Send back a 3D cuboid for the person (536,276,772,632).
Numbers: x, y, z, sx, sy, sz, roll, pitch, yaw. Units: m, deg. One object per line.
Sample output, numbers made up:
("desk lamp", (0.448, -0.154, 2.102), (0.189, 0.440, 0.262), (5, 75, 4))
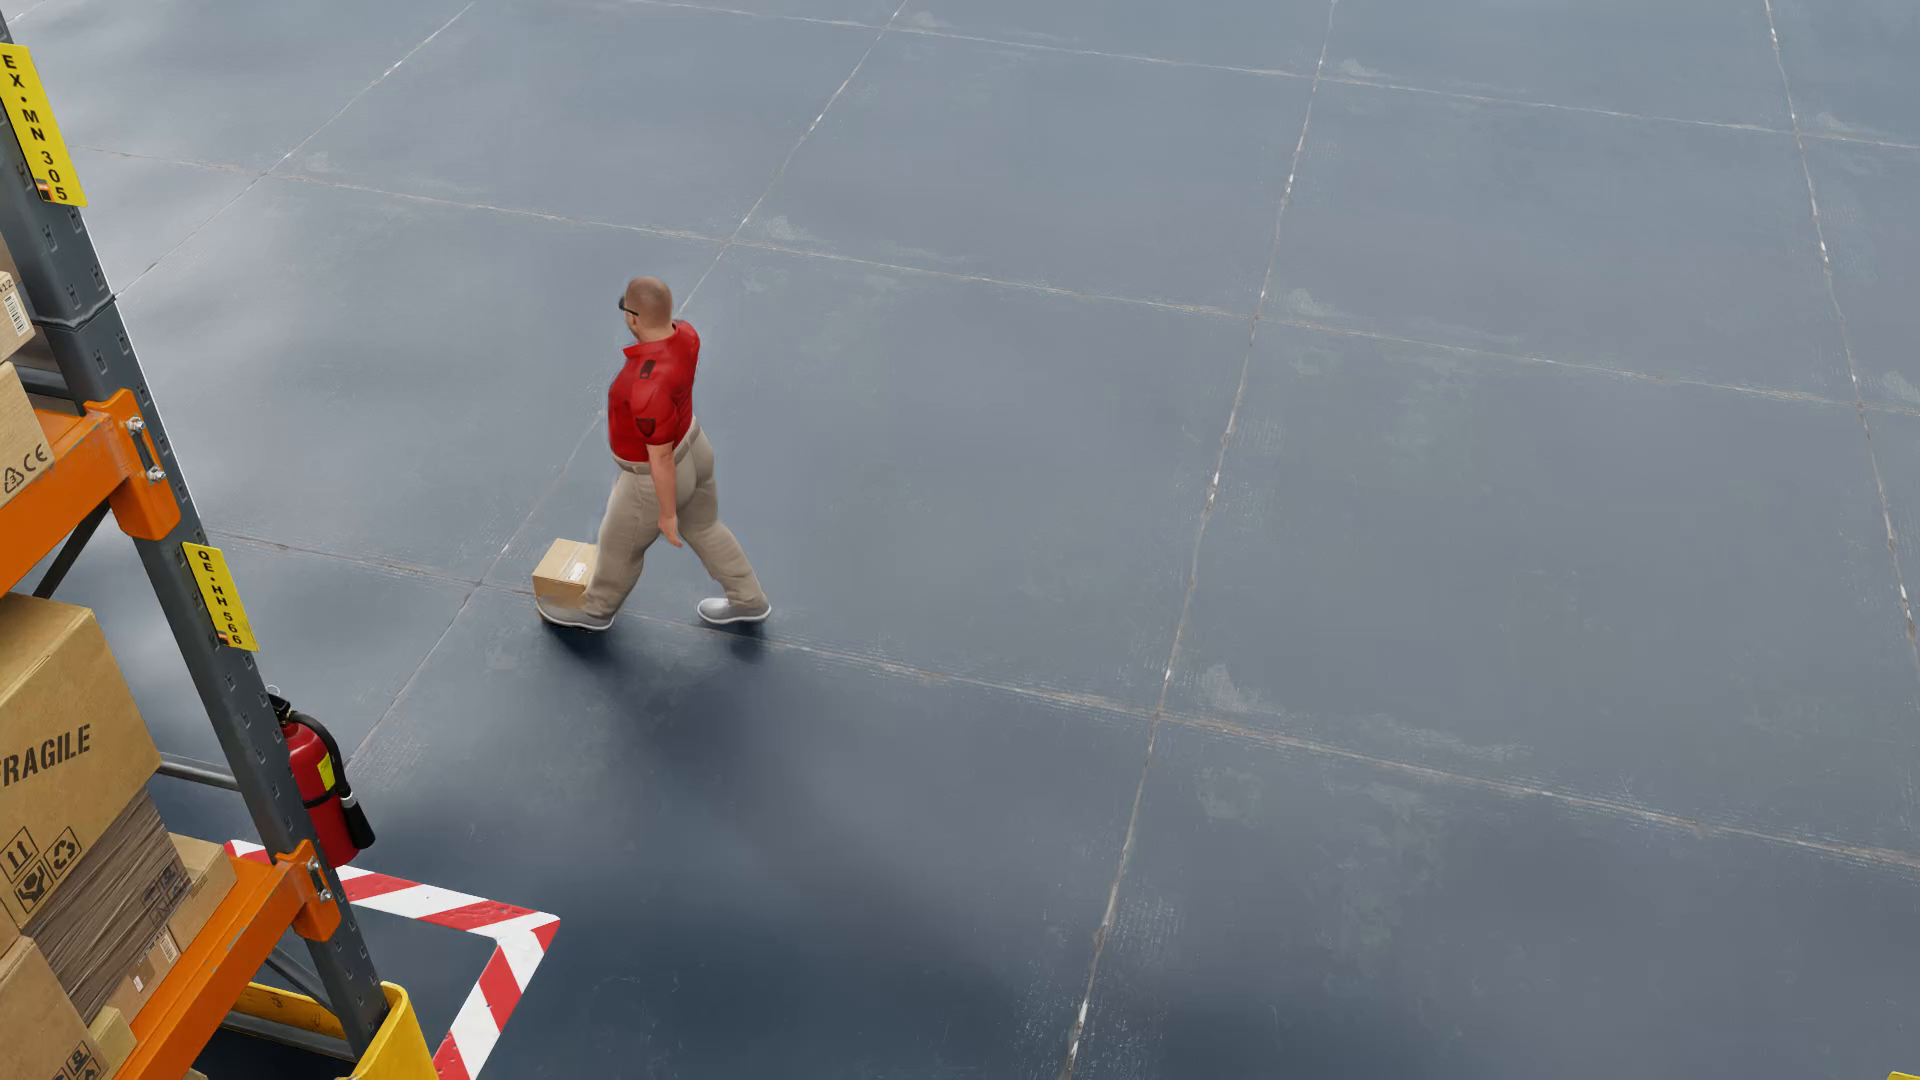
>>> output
("person", (-1.284, -0.306, 6.533), (0.951, 1.699, 0.569), (10, 42, 11))
